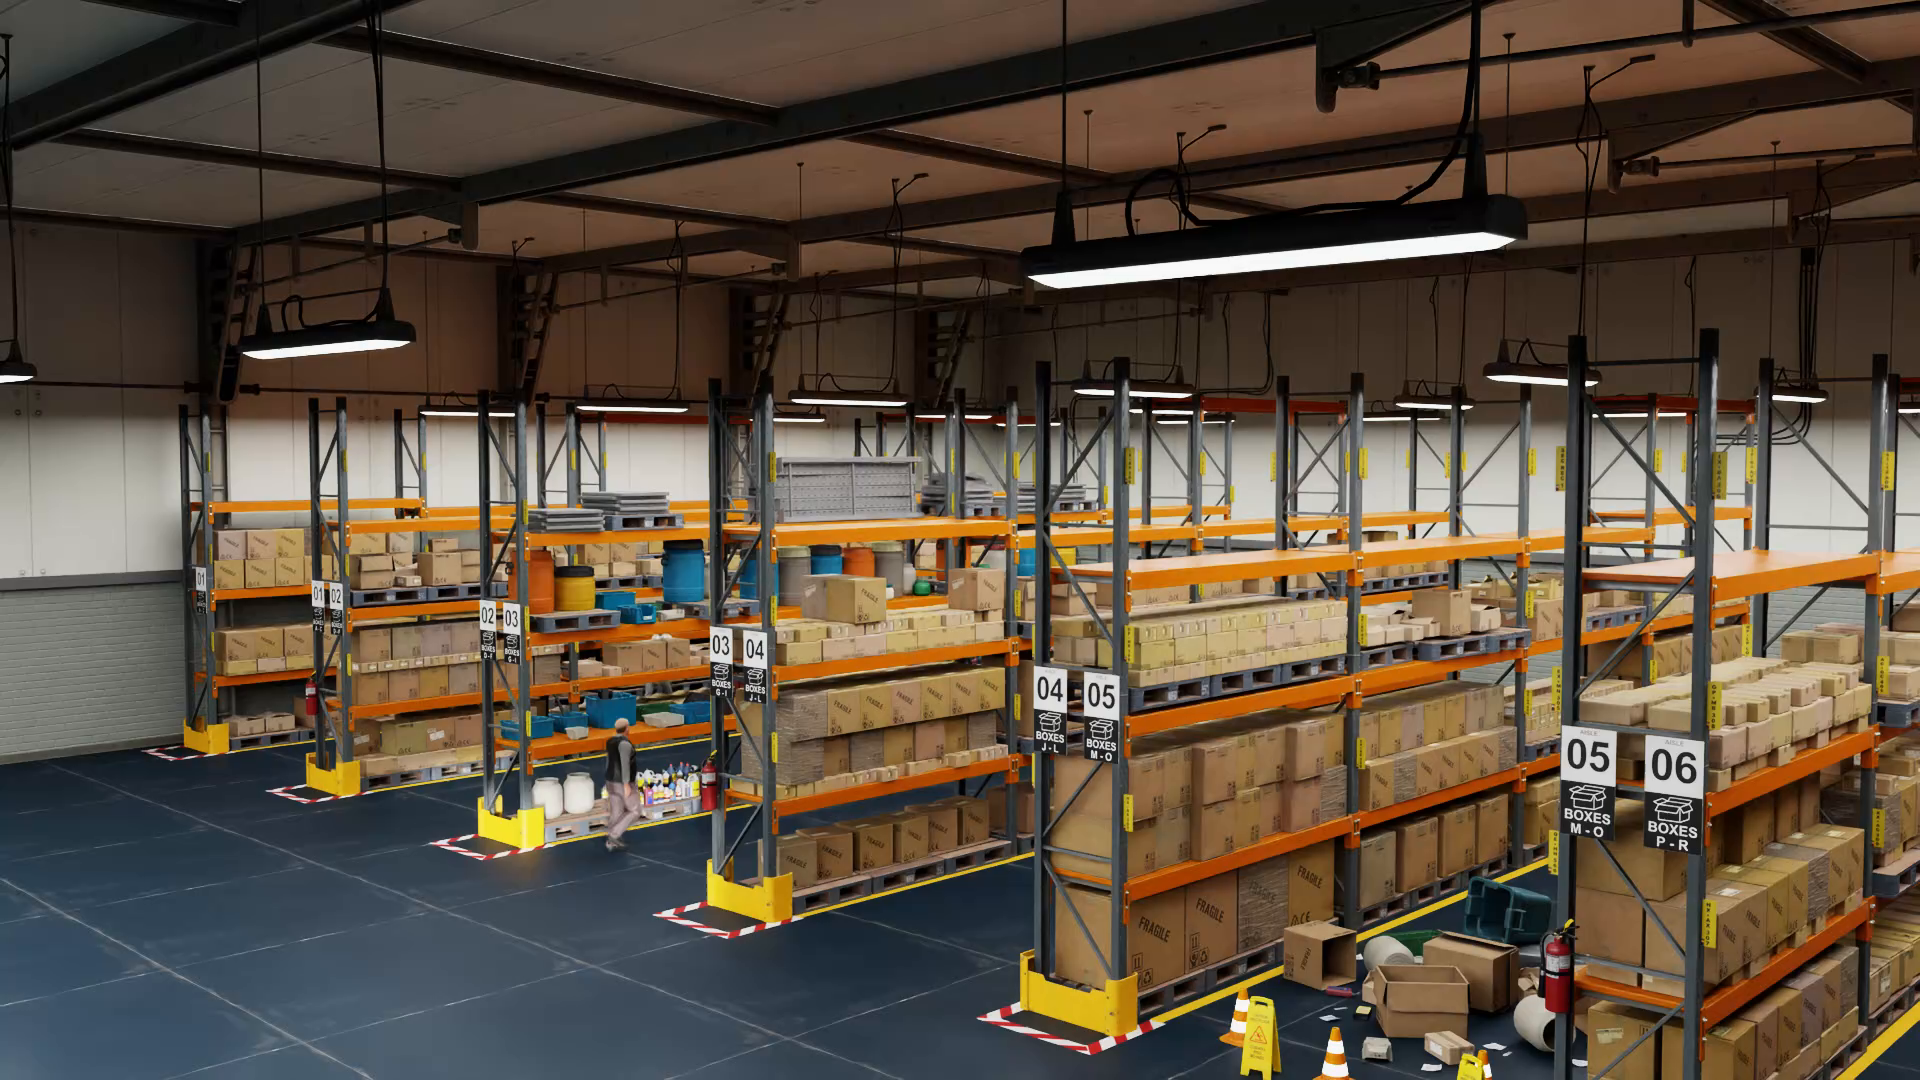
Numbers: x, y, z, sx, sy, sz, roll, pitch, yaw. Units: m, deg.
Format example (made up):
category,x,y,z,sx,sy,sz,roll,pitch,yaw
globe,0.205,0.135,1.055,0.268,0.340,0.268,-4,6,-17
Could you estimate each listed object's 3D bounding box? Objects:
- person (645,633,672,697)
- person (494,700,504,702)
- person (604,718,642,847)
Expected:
category,x,y,z,sx,sy,sz,roll,pitch,yaw
person,-6.137,2.538,33.691,0.566,1.762,0.781,1,3,21
person,-8.131,2.921,29.284,0.524,1.434,0.808,1,3,23
person,-4.409,3.136,21.538,0.452,1.654,0.570,-2,4,-38
